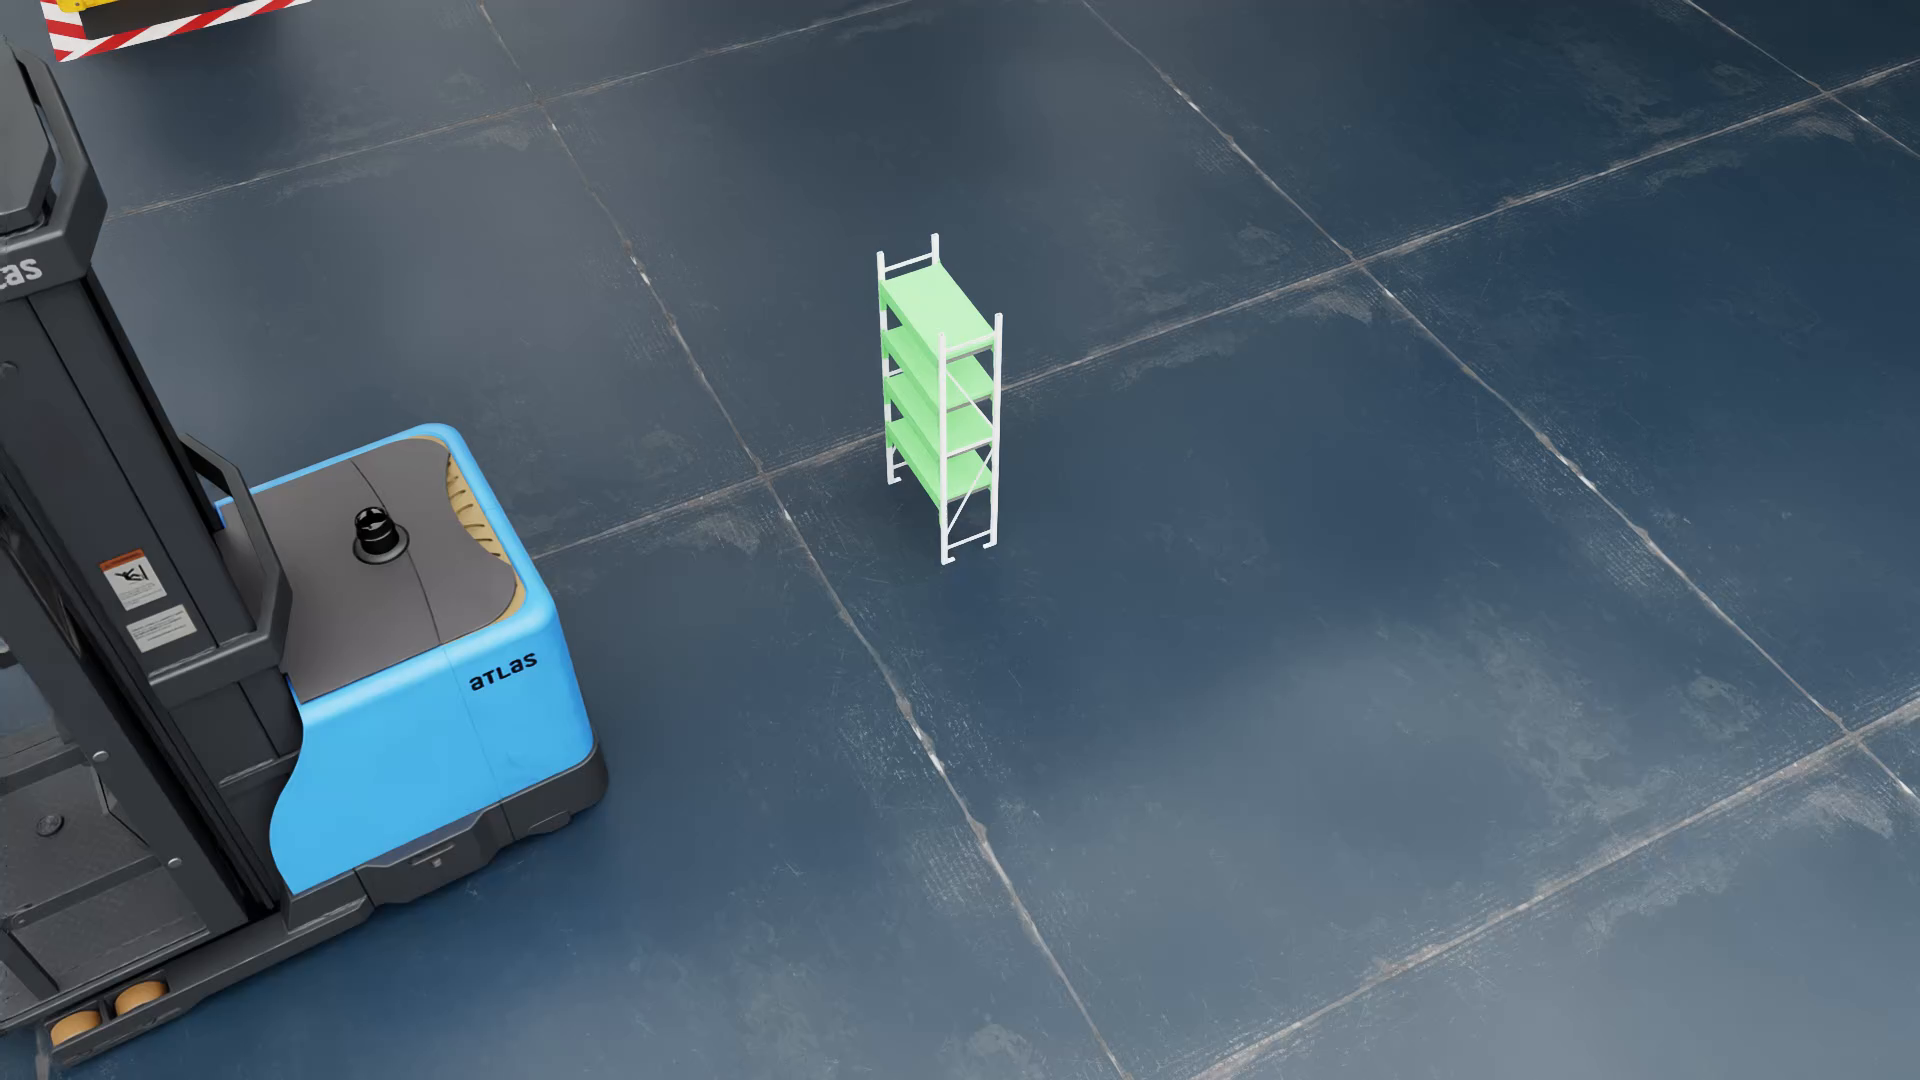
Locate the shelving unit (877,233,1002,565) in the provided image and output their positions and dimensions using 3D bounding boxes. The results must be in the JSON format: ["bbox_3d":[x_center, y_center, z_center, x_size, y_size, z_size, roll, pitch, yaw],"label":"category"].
[{"bbox_3d":[-0.076,-0.506,6.288,0.258,1.200,0.503,-21,52,-18],"label":"shelving unit"}]

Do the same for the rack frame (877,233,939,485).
[{"bbox_3d":[-0.187,-0.669,6.431,0.240,1.200,0.015,-21,52,-18],"label":"rack frame"}]

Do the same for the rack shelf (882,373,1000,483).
[{"bbox_3d":[-0.076,-0.464,6.336,0.258,0.148,0.480,-21,52,-18],"label":"rack shelf"}]

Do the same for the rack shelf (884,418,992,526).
[{"bbox_3d":[-0.076,-0.306,6.517,0.258,0.148,0.480,-21,52,-18],"label":"rack shelf"}]

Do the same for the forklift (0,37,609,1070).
[{"bbox_3d":[-2.755,0.206,4.516,3.031,2.935,1.130,-24,53,-20],"label":"forklift"}]

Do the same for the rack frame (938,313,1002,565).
[{"bbox_3d":[0.036,-0.342,6.145,0.240,1.200,0.015,-21,52,-18],"label":"rack frame"}]

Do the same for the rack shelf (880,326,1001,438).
[{"bbox_3d":[-0.076,-0.622,6.155,0.258,0.148,0.480,-21,52,-18],"label":"rack shelf"}]

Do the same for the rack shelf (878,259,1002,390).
[{"bbox_3d":[-0.076,-0.780,5.975,0.258,0.148,0.480,-21,52,-18],"label":"rack shelf"}]

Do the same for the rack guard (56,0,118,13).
[{"bbox_3d":[-4.515,-3.378,9.265,1.175,0.500,0.348,-21,52,-18],"label":"rack guard"}]
